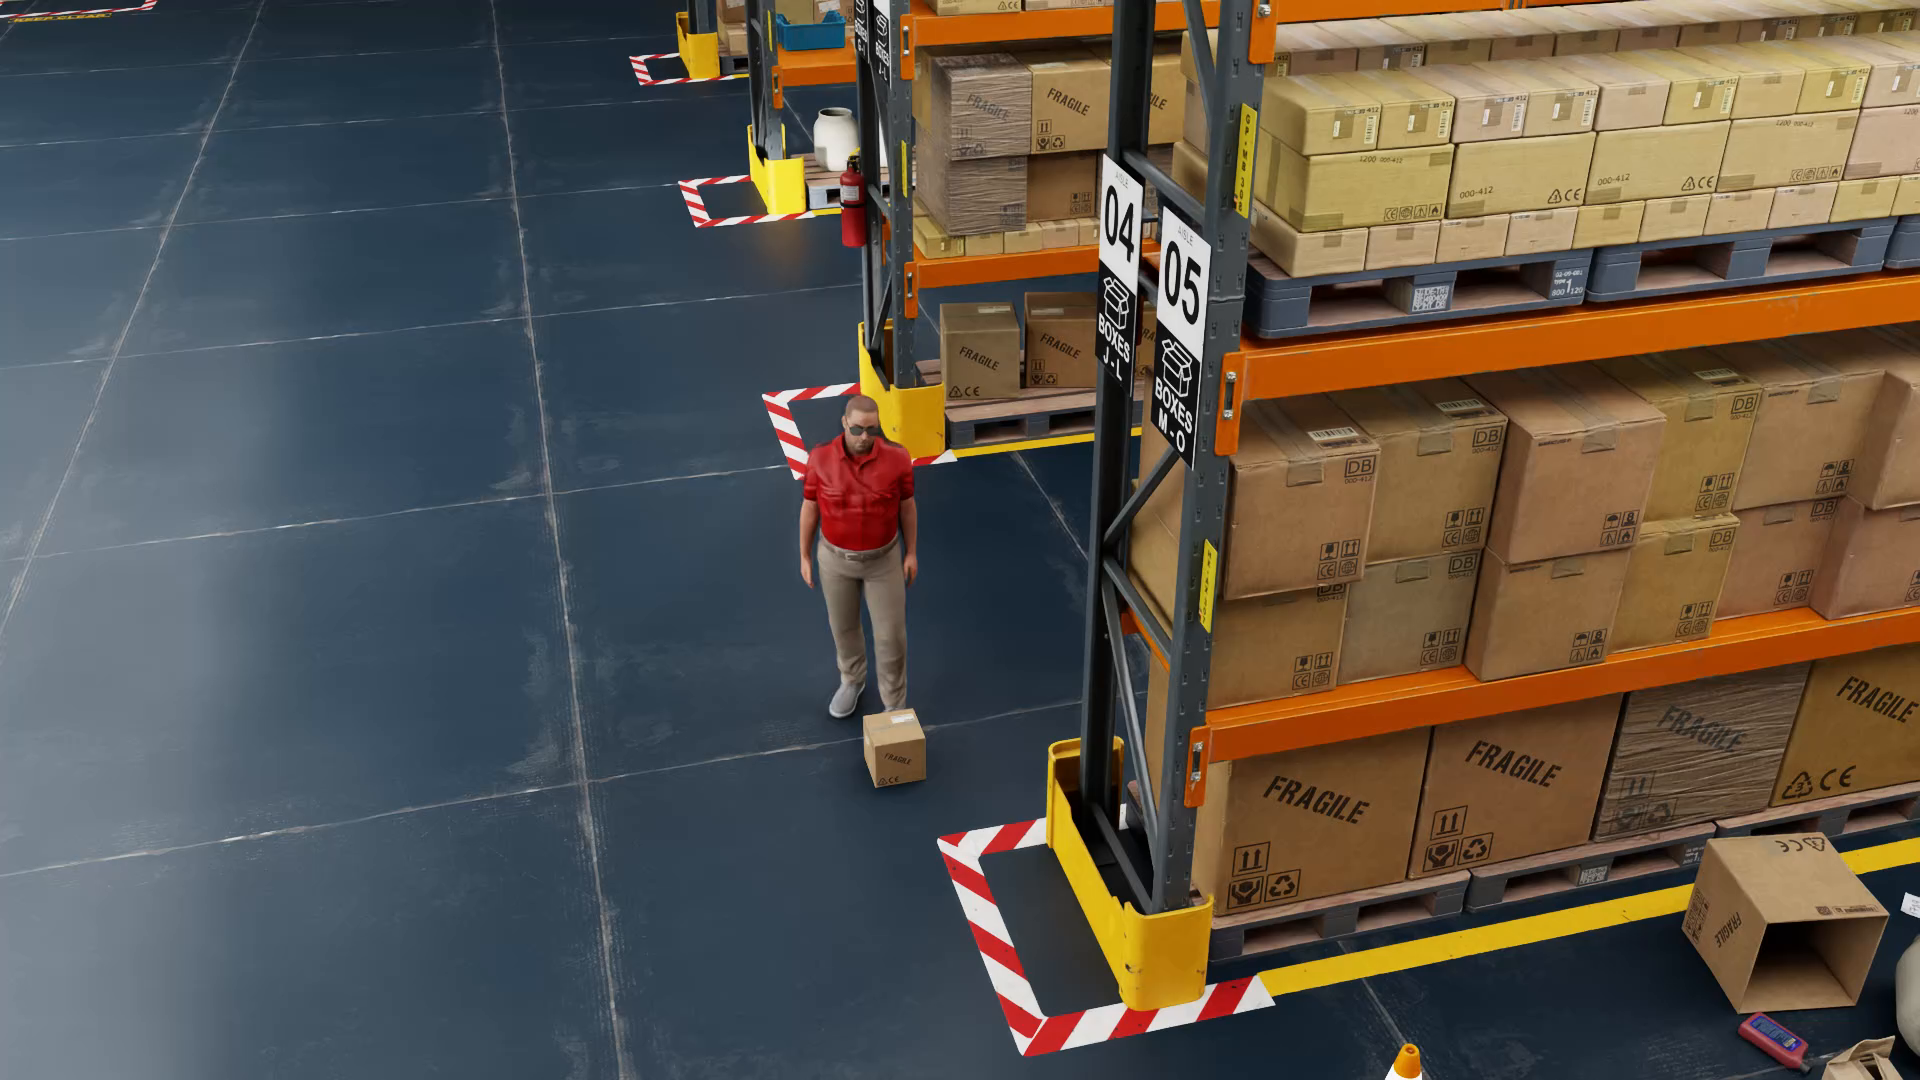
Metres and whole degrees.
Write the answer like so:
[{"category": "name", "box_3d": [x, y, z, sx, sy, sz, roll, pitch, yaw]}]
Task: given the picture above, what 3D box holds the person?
[{"category": "person", "box_3d": [-0.490, 0.236, 8.090, 0.533, 1.588, 0.474, 1, 30, 2]}]
